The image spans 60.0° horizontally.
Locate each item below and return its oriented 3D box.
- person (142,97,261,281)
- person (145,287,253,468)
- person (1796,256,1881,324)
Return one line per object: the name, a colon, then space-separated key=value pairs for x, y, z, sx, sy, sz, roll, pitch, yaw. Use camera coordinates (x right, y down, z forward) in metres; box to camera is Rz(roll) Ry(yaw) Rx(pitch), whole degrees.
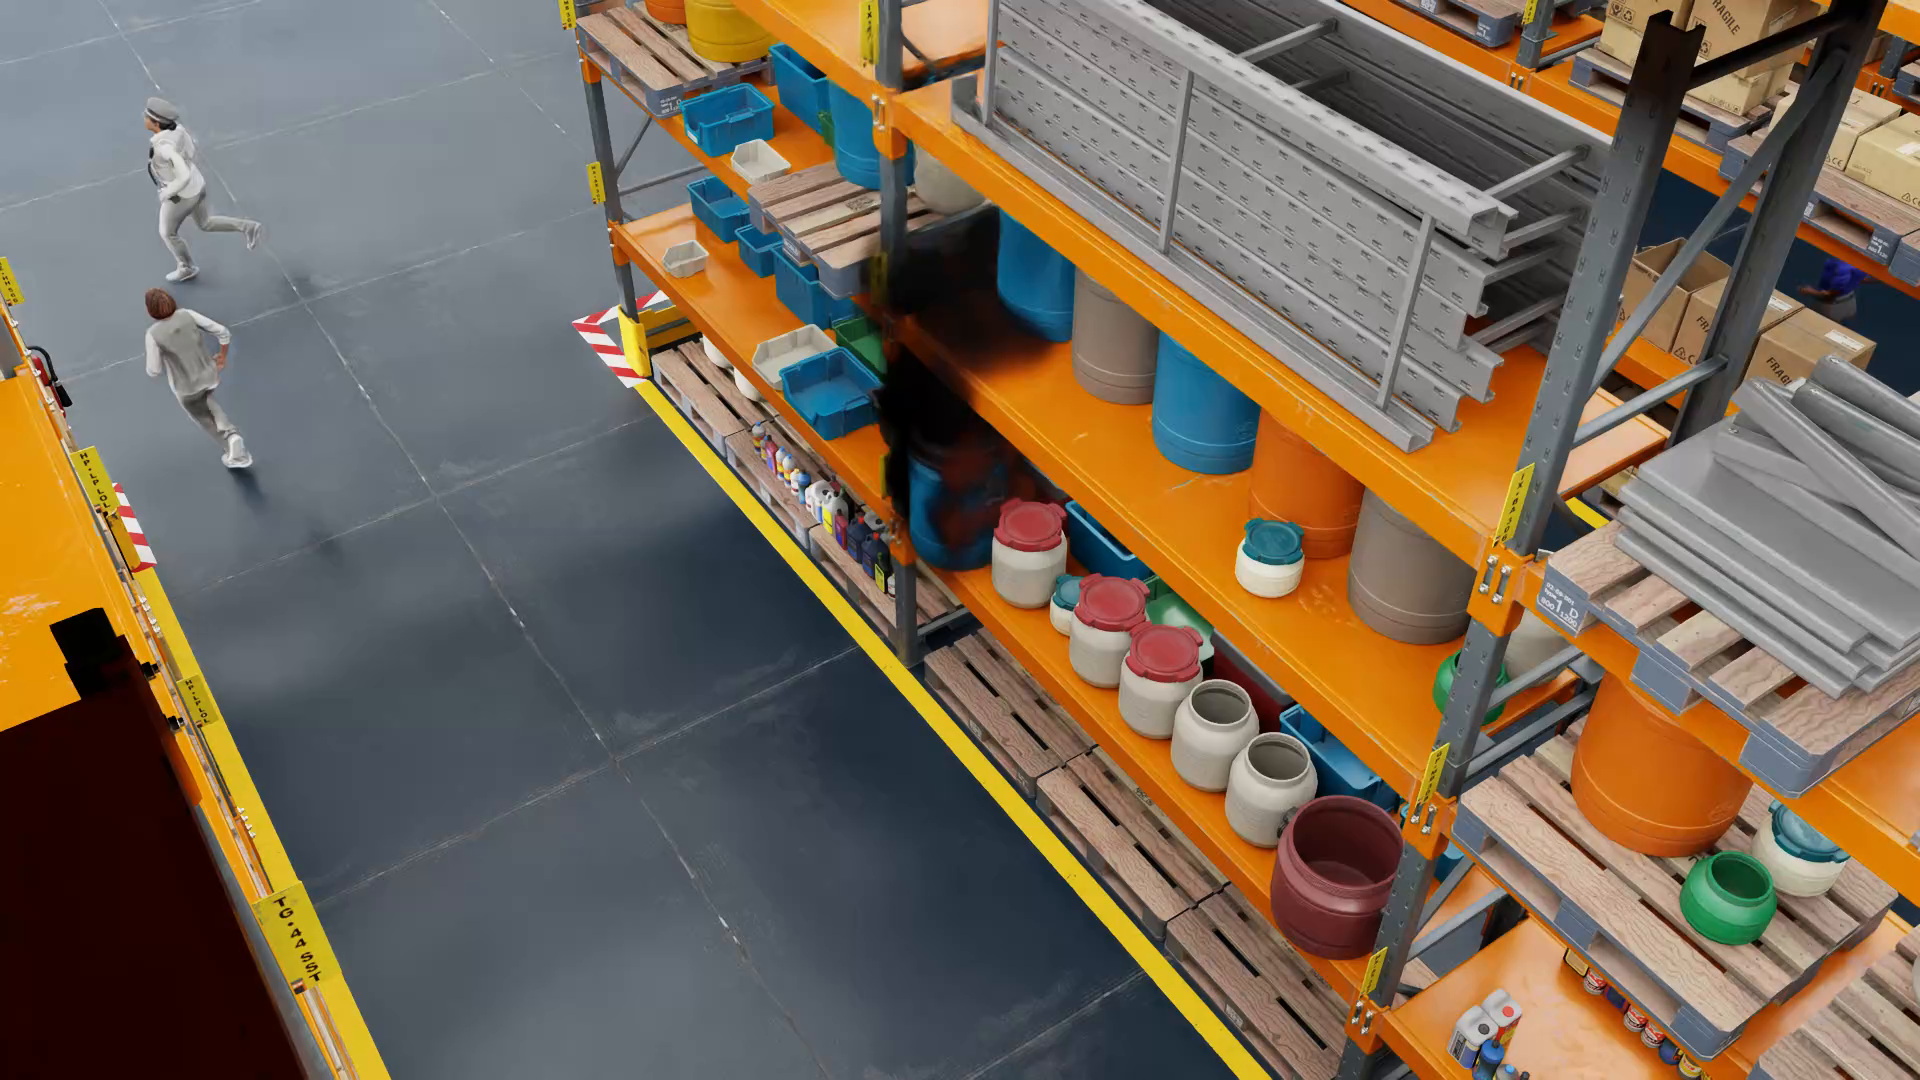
person: x=-6.338 y=-2.865 z=13.683 sx=0.893 sy=1.679 sz=0.607 roll=-1 pitch=43 yaw=-1
person: x=-5.467 y=-1.155 z=11.856 sx=0.489 sy=1.559 sz=0.584 roll=29 pitch=50 yaw=28
person: x=6.551 y=-1.712 z=12.435 sx=0.576 sy=1.604 sz=0.612 roll=-22 pitch=47 yaw=-22
